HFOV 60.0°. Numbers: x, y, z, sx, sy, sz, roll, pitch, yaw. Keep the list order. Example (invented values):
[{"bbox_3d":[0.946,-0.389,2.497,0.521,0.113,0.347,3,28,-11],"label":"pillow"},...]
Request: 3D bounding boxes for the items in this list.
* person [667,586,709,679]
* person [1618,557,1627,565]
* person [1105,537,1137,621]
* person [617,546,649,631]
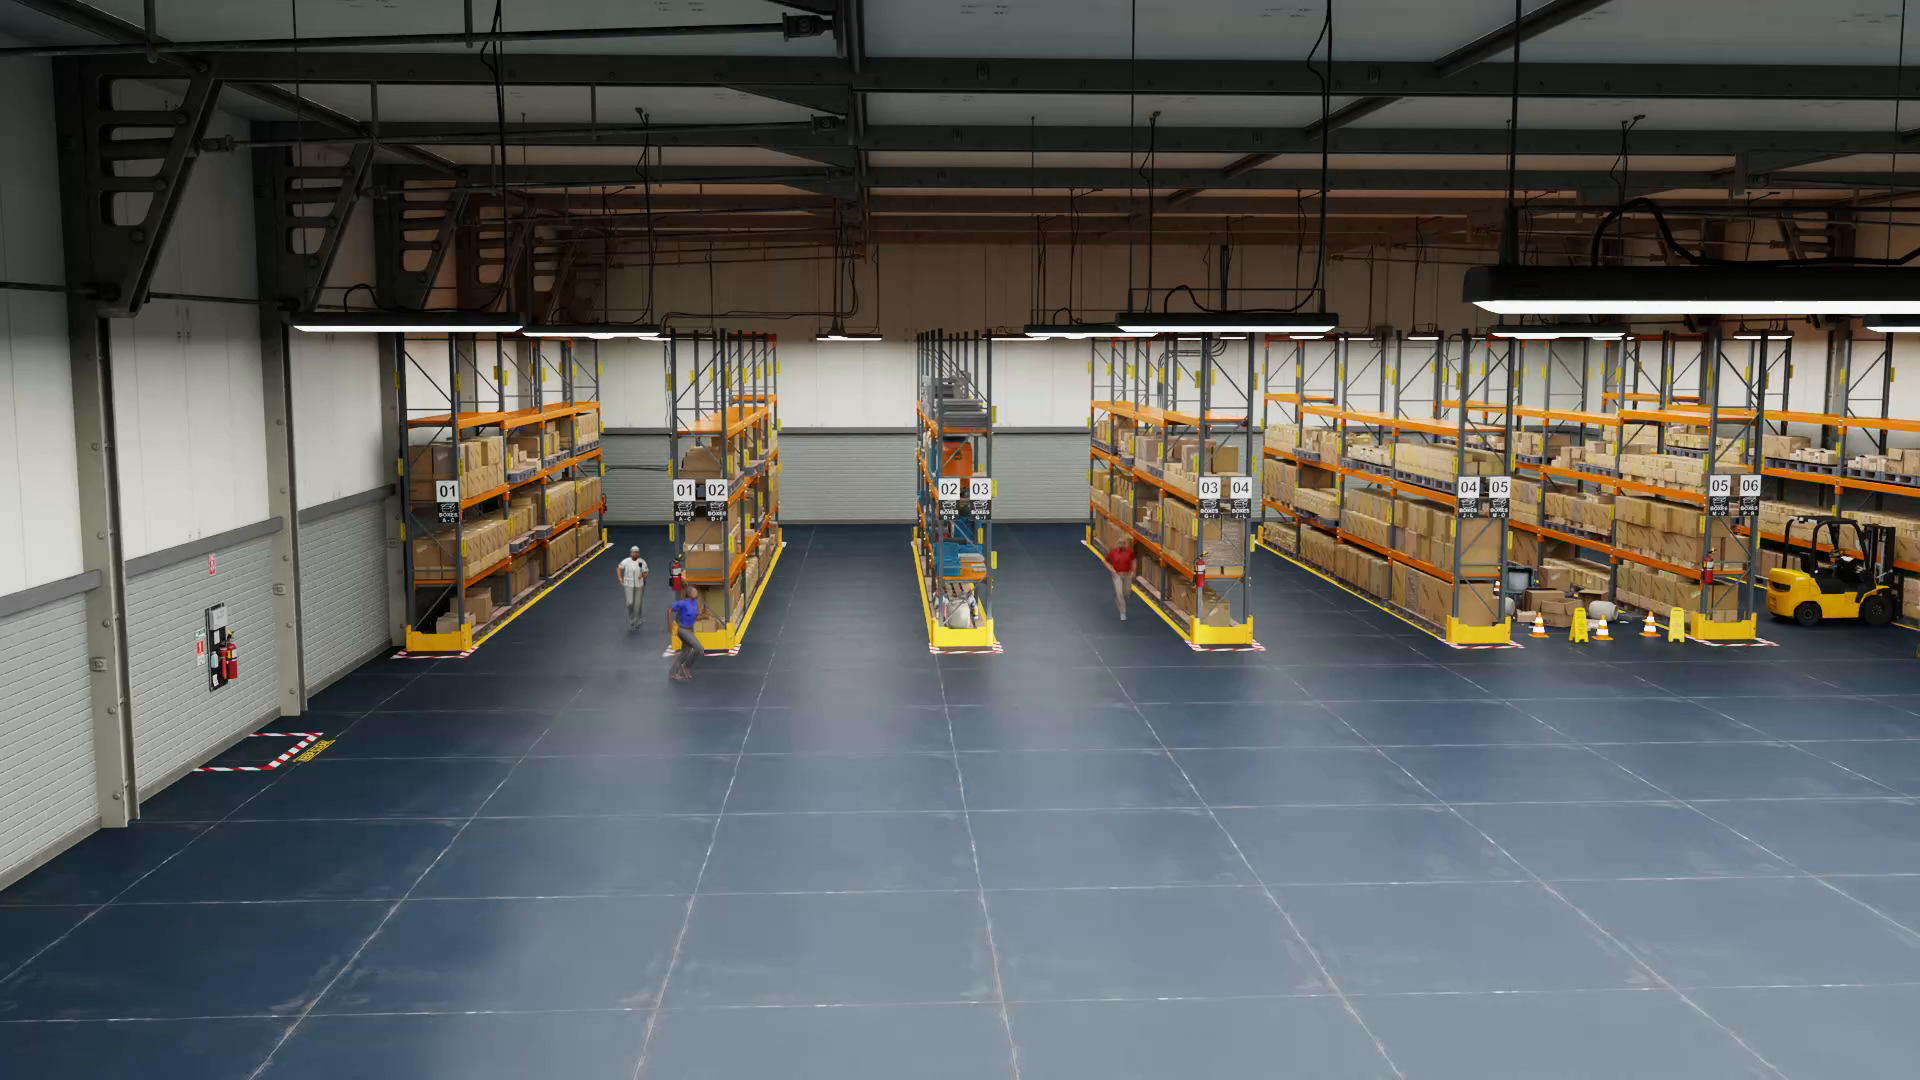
[{"bbox_3d":[-4.617,1.584,28.212,0.757,1.605,0.609,2,7,19],"label":"person"},{"bbox_3d":[16.150,0.185,40.464,0.525,1.562,0.536,-1,7,-11],"label":"person"},{"bbox_3d":[3.338,0.774,34.558,0.685,1.708,0.749,-1,7,-6],"label":"person"},{"bbox_3d":[-6.583,0.977,33.552,0.601,1.704,0.735,-2,7,-17],"label":"person"}]
